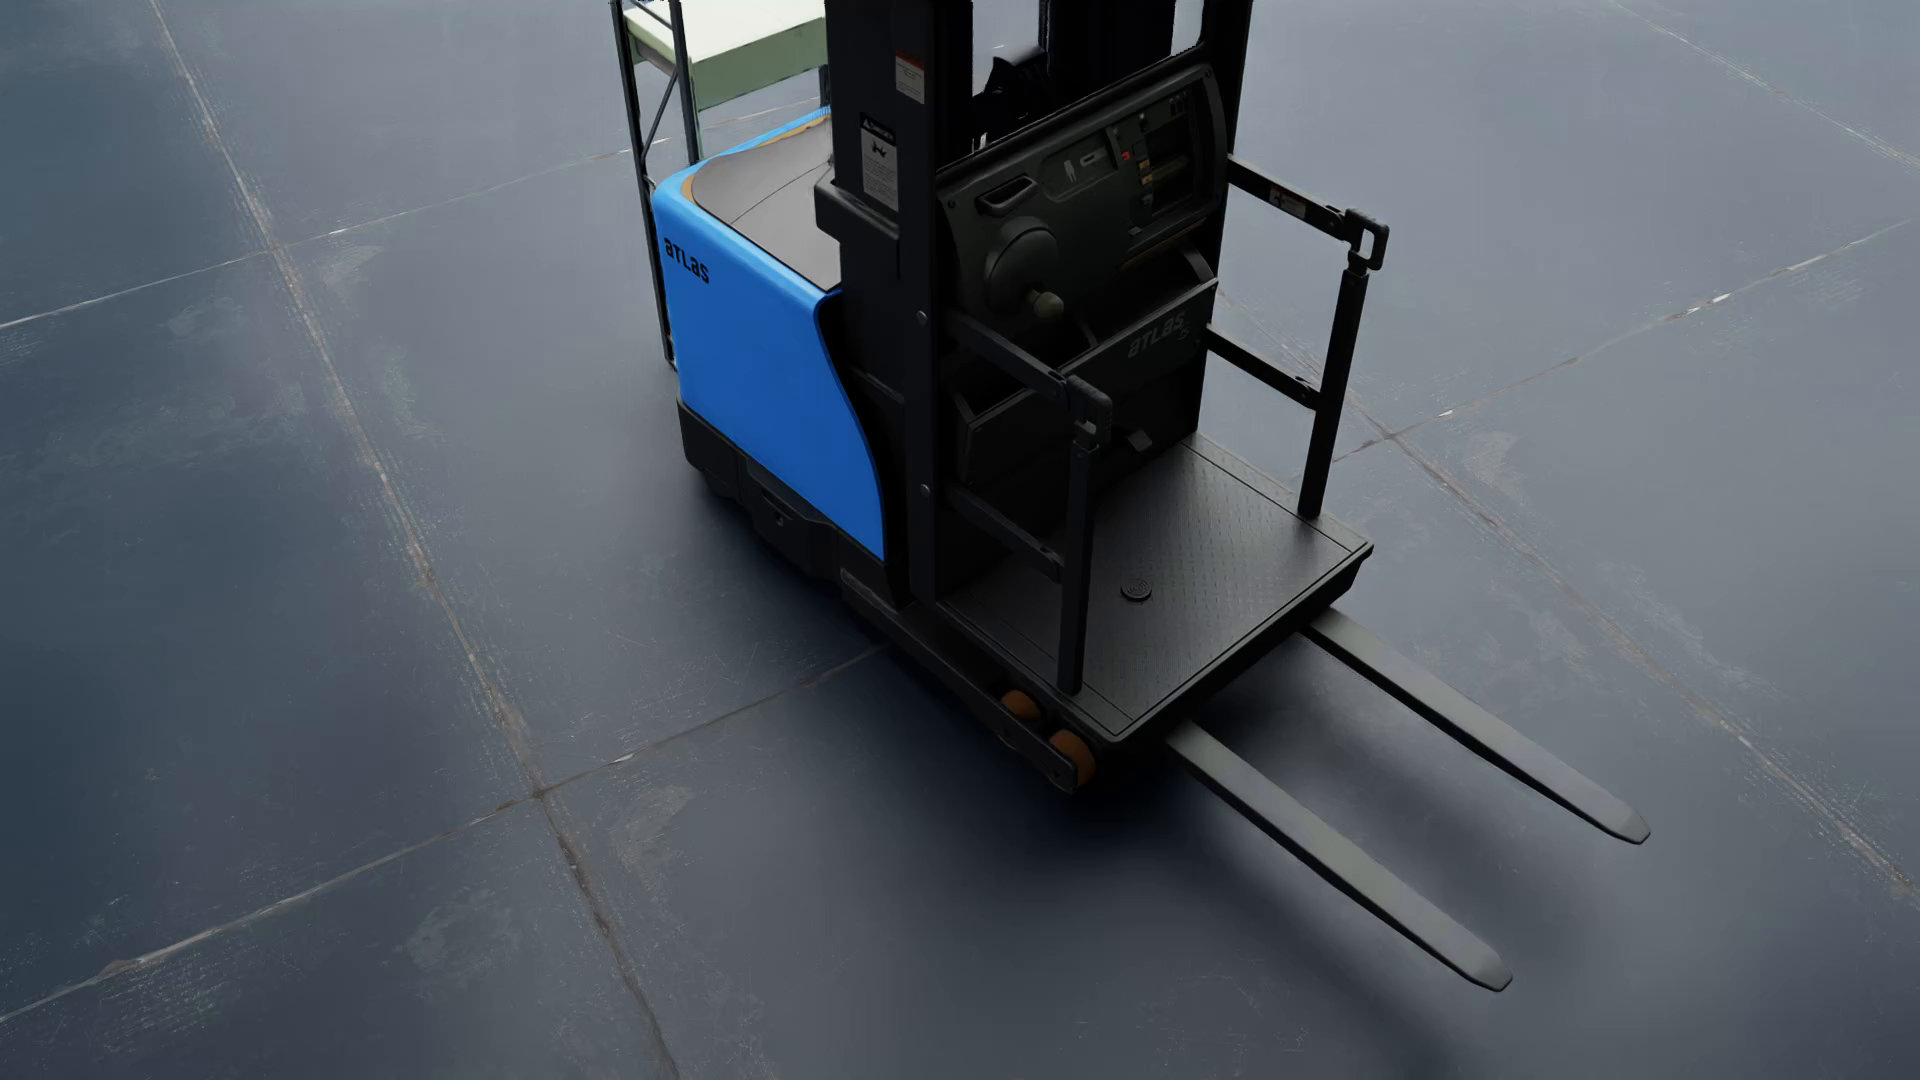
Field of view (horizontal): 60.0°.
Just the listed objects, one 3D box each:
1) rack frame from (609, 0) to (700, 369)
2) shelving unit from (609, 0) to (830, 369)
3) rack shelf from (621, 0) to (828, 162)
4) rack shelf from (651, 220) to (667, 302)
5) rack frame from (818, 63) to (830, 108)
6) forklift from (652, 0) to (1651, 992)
[{"bbox_3d":[-0.916,-1.083,5.289,0.023,1.500,0.400,-29,51,-27],"label":"rack frame"},{"bbox_3d":[-0.632,-1.243,5.454,0.755,1.500,0.431,-29,51,-27],"label":"shelving unit"},{"bbox_3d":[-0.632,-1.523,5.182,0.720,0.370,0.431,-29,51,-27],"label":"rack shelf"},{"bbox_3d":[-0.632,-1.009,5.681,0.720,0.370,0.431,-29,51,-27],"label":"rack shelf"},{"bbox_3d":[-0.347,-1.403,5.619,0.023,1.500,0.400,-29,51,-27],"label":"rack frame"},{"bbox_3d":[0.466,-0.776,3.945,1.130,2.935,3.031,-33,53,-29],"label":"forklift"}]
